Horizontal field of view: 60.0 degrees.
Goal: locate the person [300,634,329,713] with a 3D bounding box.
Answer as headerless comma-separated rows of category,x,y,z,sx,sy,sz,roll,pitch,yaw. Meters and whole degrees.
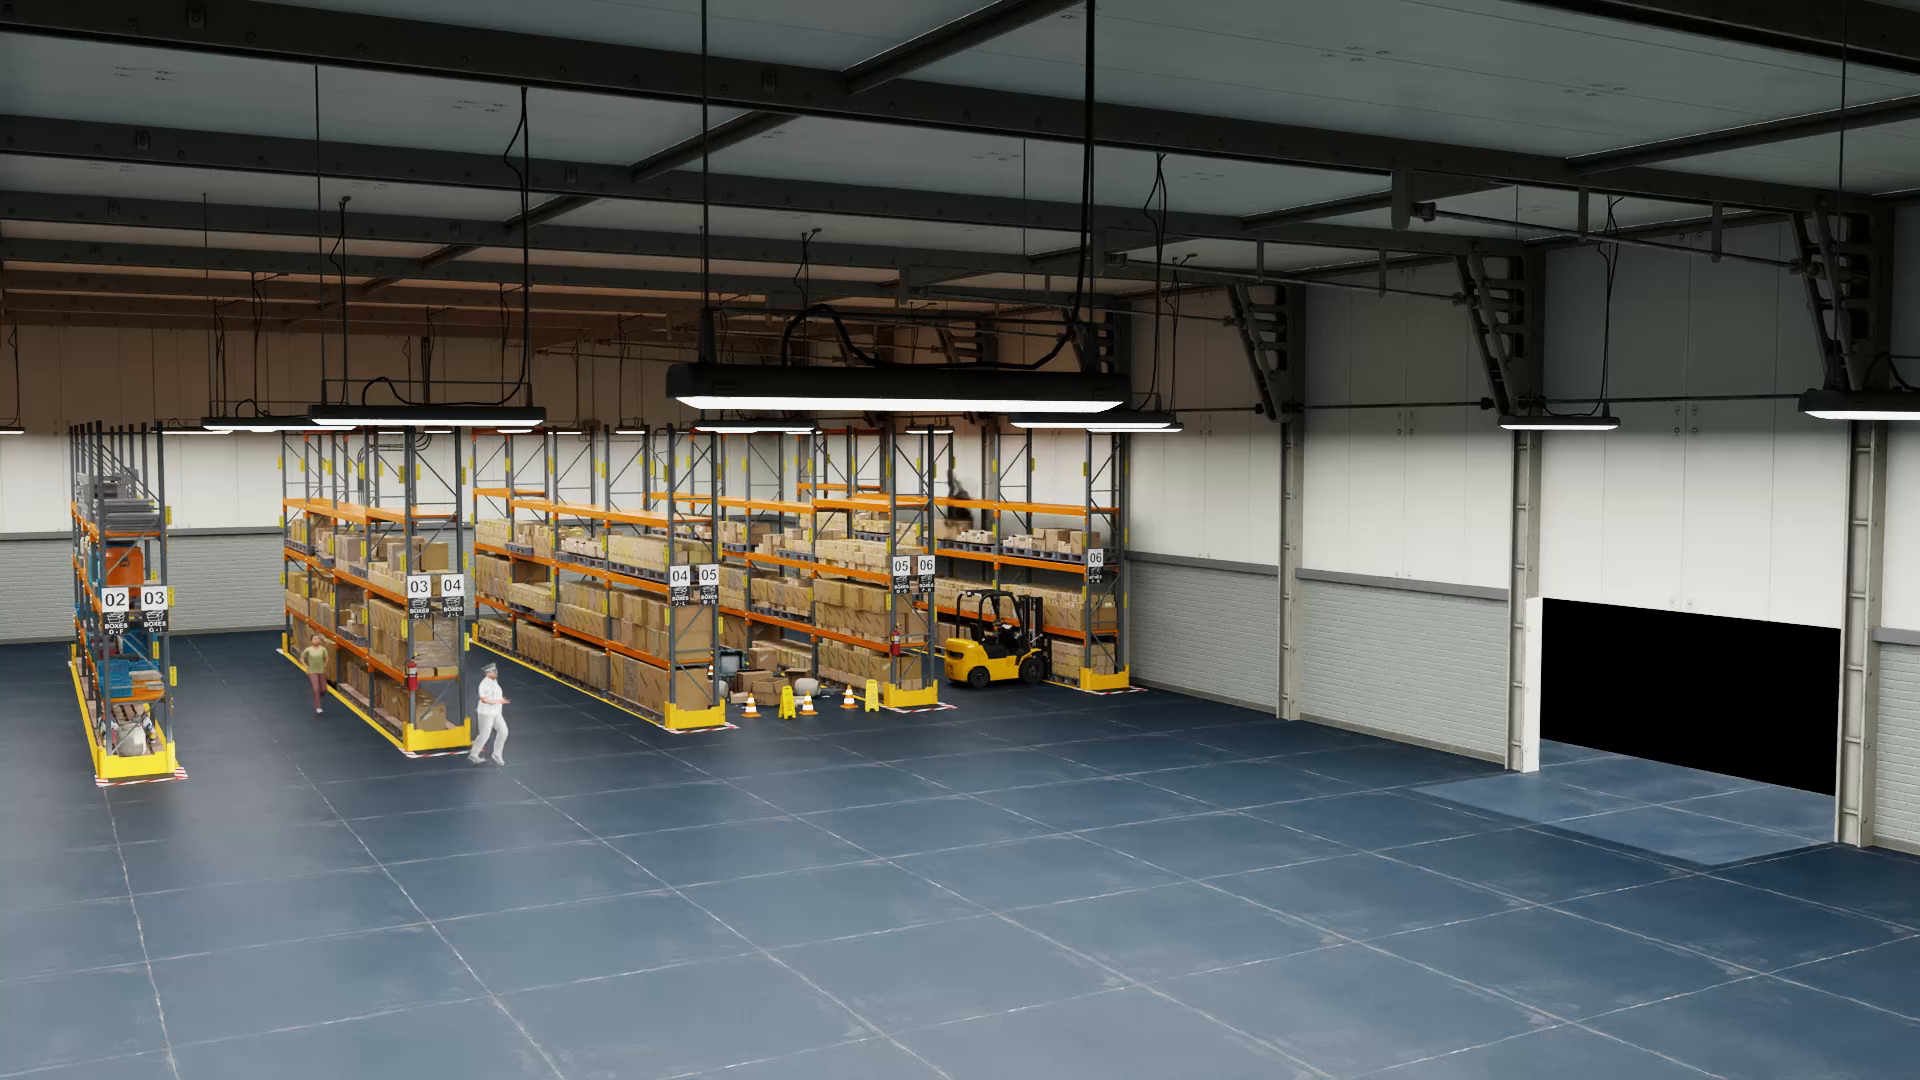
person,-13.418,2.764,34.643,0.584,1.621,0.668,-2,4,-35

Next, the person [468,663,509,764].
person,-8.203,3.071,29.058,0.773,1.862,0.681,1,4,11

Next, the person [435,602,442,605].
person,-14.120,2.072,45.406,0.566,1.667,0.864,-1,4,-14
